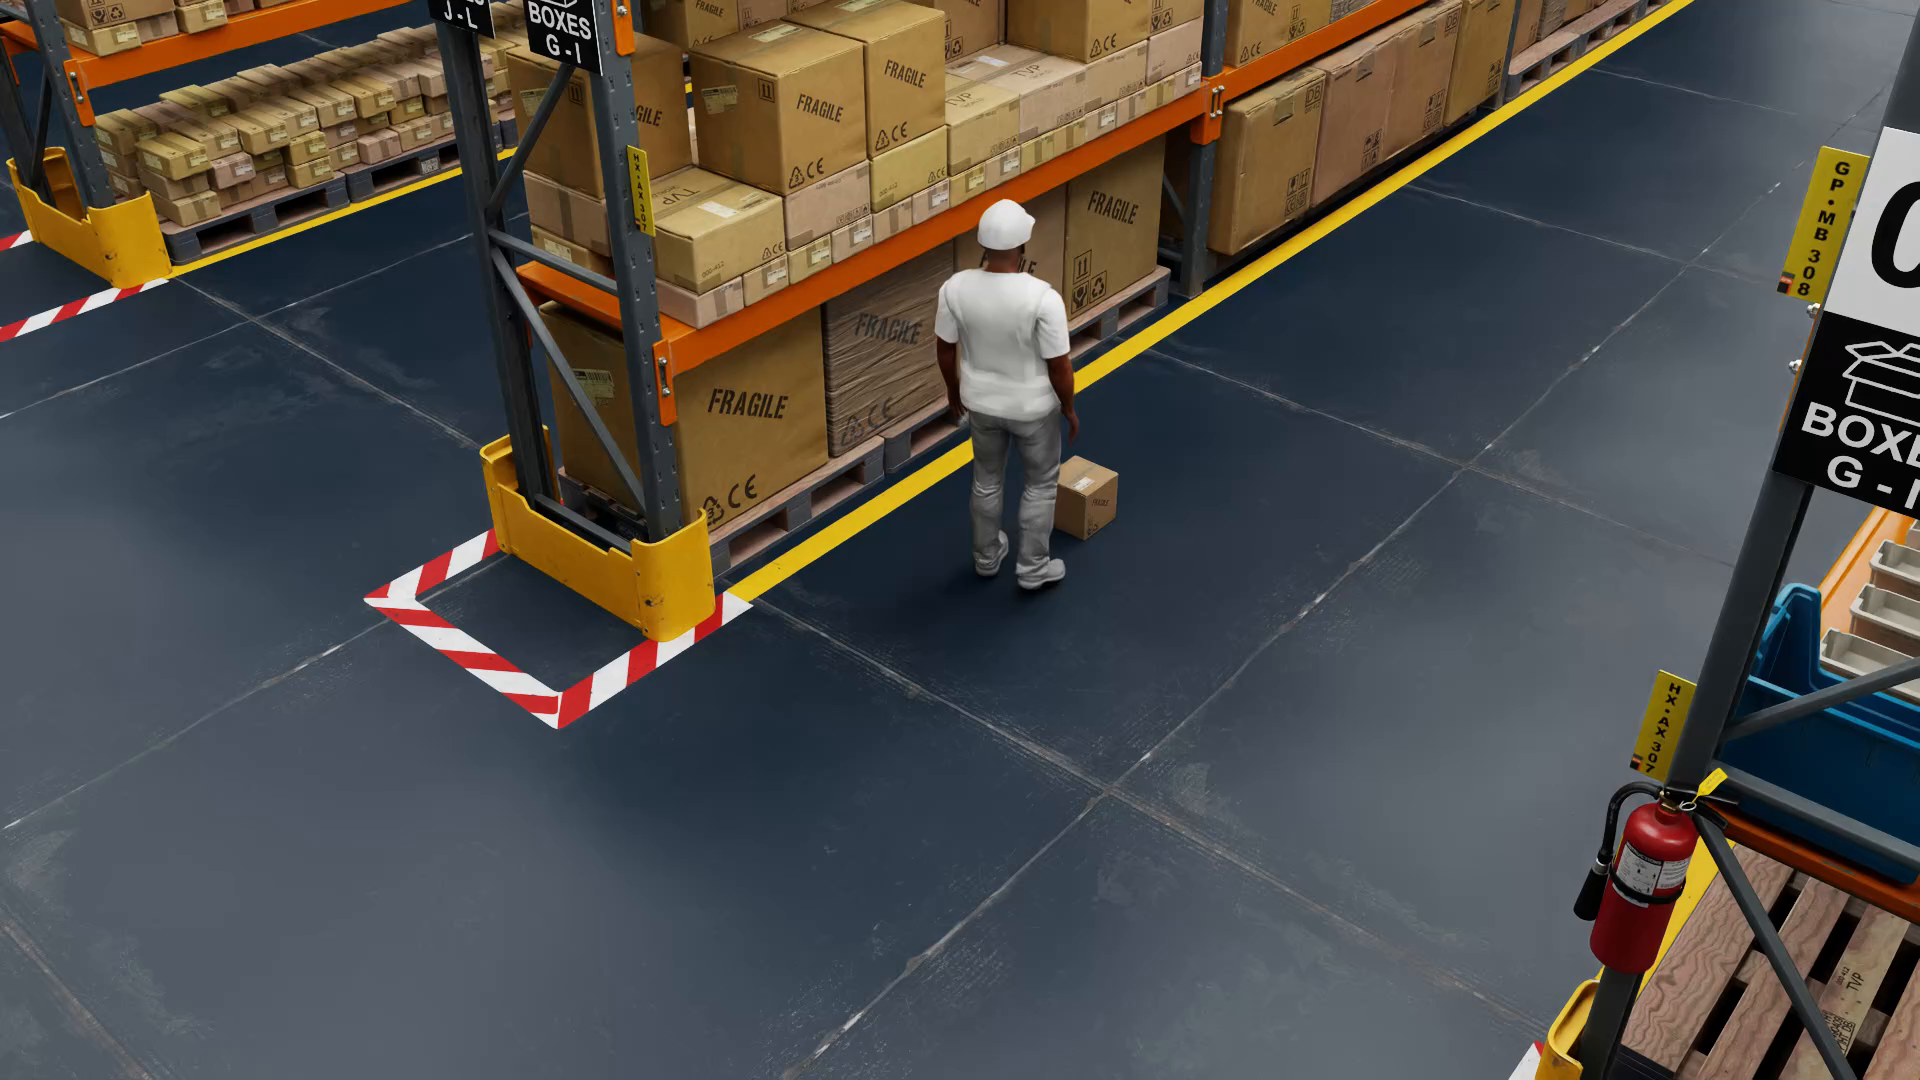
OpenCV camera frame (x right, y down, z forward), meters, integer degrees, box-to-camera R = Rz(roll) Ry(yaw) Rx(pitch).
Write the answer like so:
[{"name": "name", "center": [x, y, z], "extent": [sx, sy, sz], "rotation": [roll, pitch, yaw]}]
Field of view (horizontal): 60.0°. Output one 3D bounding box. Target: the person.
[{"name": "person", "center": [0.210, -0.583, 6.945], "extent": [0.616, 1.797, 0.420], "rotation": [13, 37, 18]}]
